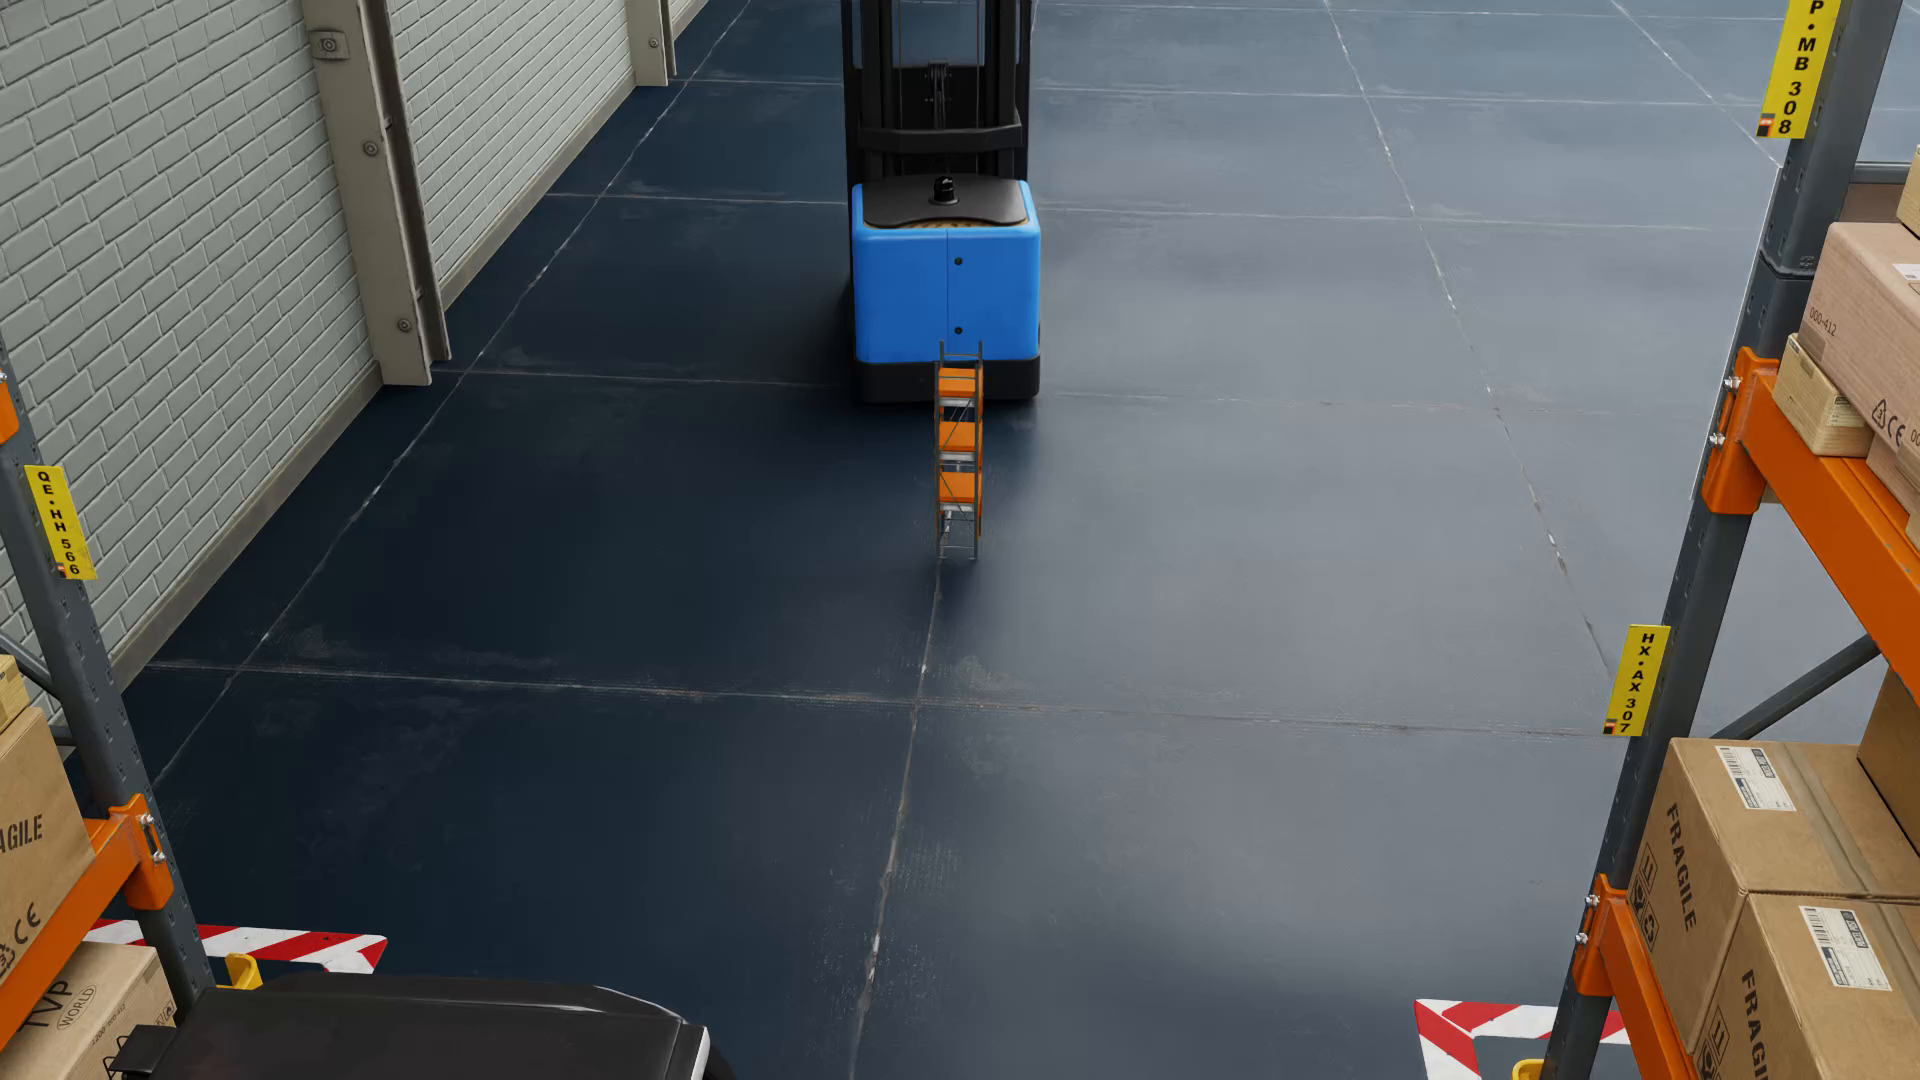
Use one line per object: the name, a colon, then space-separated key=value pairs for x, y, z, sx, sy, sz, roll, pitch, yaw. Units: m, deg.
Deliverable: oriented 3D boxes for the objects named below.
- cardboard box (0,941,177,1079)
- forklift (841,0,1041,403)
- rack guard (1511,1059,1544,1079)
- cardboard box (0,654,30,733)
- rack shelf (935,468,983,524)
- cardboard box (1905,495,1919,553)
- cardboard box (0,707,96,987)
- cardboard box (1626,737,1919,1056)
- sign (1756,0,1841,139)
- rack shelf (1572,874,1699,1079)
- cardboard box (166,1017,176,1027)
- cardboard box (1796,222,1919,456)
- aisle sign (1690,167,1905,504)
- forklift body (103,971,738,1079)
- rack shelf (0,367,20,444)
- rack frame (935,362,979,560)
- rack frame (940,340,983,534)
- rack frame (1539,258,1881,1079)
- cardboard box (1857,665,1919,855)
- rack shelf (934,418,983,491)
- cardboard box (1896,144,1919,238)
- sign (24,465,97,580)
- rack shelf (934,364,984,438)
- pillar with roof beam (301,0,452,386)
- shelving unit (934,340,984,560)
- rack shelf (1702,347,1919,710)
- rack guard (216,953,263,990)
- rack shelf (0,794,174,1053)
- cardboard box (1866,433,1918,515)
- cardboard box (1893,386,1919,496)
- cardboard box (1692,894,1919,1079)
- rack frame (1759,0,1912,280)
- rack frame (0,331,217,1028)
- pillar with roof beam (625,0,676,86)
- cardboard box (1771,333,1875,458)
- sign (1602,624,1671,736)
cardboard box: x=-2.500 y=1.343 z=4.479 sx=0.500 sy=0.250 sz=0.500 roll=3 pitch=32 yaw=6
forklift: x=-0.152 y=-2.766 z=9.944 sx=1.130 sy=2.935 sz=3.031 roll=-2 pitch=32 yaw=-3
rack guard: x=2.168 y=1.837 z=4.793 sx=1.175 sy=0.500 sz=0.348 roll=2 pitch=32 yaw=4
cardboard box: x=-2.522 y=0.398 z=4.032 sx=0.380 sy=0.149 sz=0.250 roll=3 pitch=32 yaw=5
rack shelf: x=-0.004 y=-0.173 z=8.081 sx=0.215 sy=0.259 sz=0.240 roll=2 pitch=32 yaw=4
cardboard box: x=1.836 y=0.001 z=2.770 sx=0.380 sy=0.149 sz=0.250 roll=3 pitch=32 yaw=5
cardboard box: x=-2.551 y=0.749 z=4.080 sx=0.500 sy=0.500 sz=0.500 roll=2 pitch=32 yaw=3
cardboard box: x=1.860 y=0.800 z=3.714 sx=0.500 sy=0.500 sz=0.500 roll=2 pitch=32 yaw=3
sign: x=1.634 y=-0.939 z=3.222 sx=0.100 sy=0.325 sz=0.005 roll=2 pitch=32 yaw=4
rack shelf: x=2.012 y=2.085 z=2.693 sx=1.077 sy=0.370 sz=4.000 roll=2 pitch=32 yaw=4
cardboard box: x=-2.501 y=1.570 z=4.587 sx=0.500 sy=0.250 sz=0.500 roll=2 pitch=32 yaw=3
cardboard box: x=1.868 y=-0.355 z=2.967 sx=0.500 sy=0.250 sz=0.500 roll=2 pitch=32 yaw=3
aisle sign: x=1.871 y=-0.419 z=3.593 sx=0.394 sy=0.787 sz=0.004 roll=2 pitch=32 yaw=4
forklift body: x=-1.109 y=1.954 z=3.029 sx=2.313 sy=2.155 sz=1.214 roll=2 pitch=32 yaw=4
rack shelf: x=-2.936 y=0.598 z=2.247 sx=1.077 sy=0.370 sz=4.000 roll=2 pitch=32 yaw=4
rack frame: x=-0.014 y=-0.355 z=7.826 sx=0.200 sy=1.050 sz=0.008 roll=2 pitch=32 yaw=4
rack frame: x=0.006 y=-0.483 z=8.033 sx=0.200 sy=1.050 sz=0.008 roll=2 pitch=32 yaw=4
rack frame: x=2.175 y=0.733 z=4.201 sx=1.000 sy=3.000 sz=0.127 roll=2 pitch=32 yaw=4
cardboard box: x=2.351 y=0.415 z=3.386 sx=0.700 sy=0.500 sz=0.500 roll=2 pitch=32 yaw=3
rack shelf: x=-0.004 y=-0.410 z=7.935 sx=0.215 sy=0.259 sz=0.240 roll=2 pitch=32 yaw=4
cardboard box: x=1.942 y=-0.599 z=2.984 sx=0.380 sy=0.149 sz=0.250 roll=2 pitch=32 yaw=4
sign: x=-2.233 y=-0.040 z=4.127 sx=0.100 sy=0.325 sz=0.005 roll=2 pitch=32 yaw=4
rack shelf: x=-0.004 y=-0.652 z=7.786 sx=0.215 sy=0.259 sz=0.240 roll=2 pitch=32 yaw=4
pillar with roof beam: x=1.051 y=-4.659 z=7.232 sx=9.100 sy=9.000 sz=0.400 roll=2 pitch=32 yaw=4
shelving unit: x=-0.004 y=-0.419 z=7.929 sx=0.215 sy=1.050 sz=0.252 roll=2 pitch=32 yaw=4
rack shelf: x=2.012 y=0.808 z=1.906 sx=1.077 sy=0.370 sz=4.000 roll=2 pitch=32 yaw=4
rack guard: x=-2.771 y=1.575 z=5.218 sx=1.175 sy=0.500 sz=0.348 roll=2 pitch=32 yaw=4
rack shelf: x=-2.936 y=1.875 z=3.034 sx=1.077 sy=0.370 sz=4.000 roll=2 pitch=32 yaw=4
cardboard box: x=1.892 y=-0.136 z=2.992 sx=0.380 sy=0.149 sz=0.250 roll=1 pitch=32 yaw=2
cardboard box: x=1.817 y=-0.092 z=2.541 sx=0.500 sy=0.250 sz=0.500 roll=2 pitch=32 yaw=3
cardboard box: x=1.821 y=1.071 z=3.275 sx=0.500 sy=0.500 sz=0.500 roll=3 pitch=32 yaw=5
rack frame: x=2.175 y=-1.821 z=2.627 sx=1.000 sy=3.000 sz=0.127 roll=2 pitch=32 yaw=4
rack frame: x=-2.770 y=0.523 z=4.542 sx=0.949 sy=2.616 sz=0.053 roll=2 pitch=32 yaw=4
pillar with roof beam: x=1.540 y=-7.796 z=12.323 sx=9.100 sy=9.000 sz=0.400 roll=2 pitch=32 yaw=4
cardboard box: x=1.824 y=-0.277 z=3.221 sx=0.380 sy=0.149 sz=0.250 roll=2 pitch=32 yaw=4
sign: x=1.634 y=0.342 z=4.012 sx=0.100 sy=0.325 sz=0.005 roll=2 pitch=32 yaw=4
